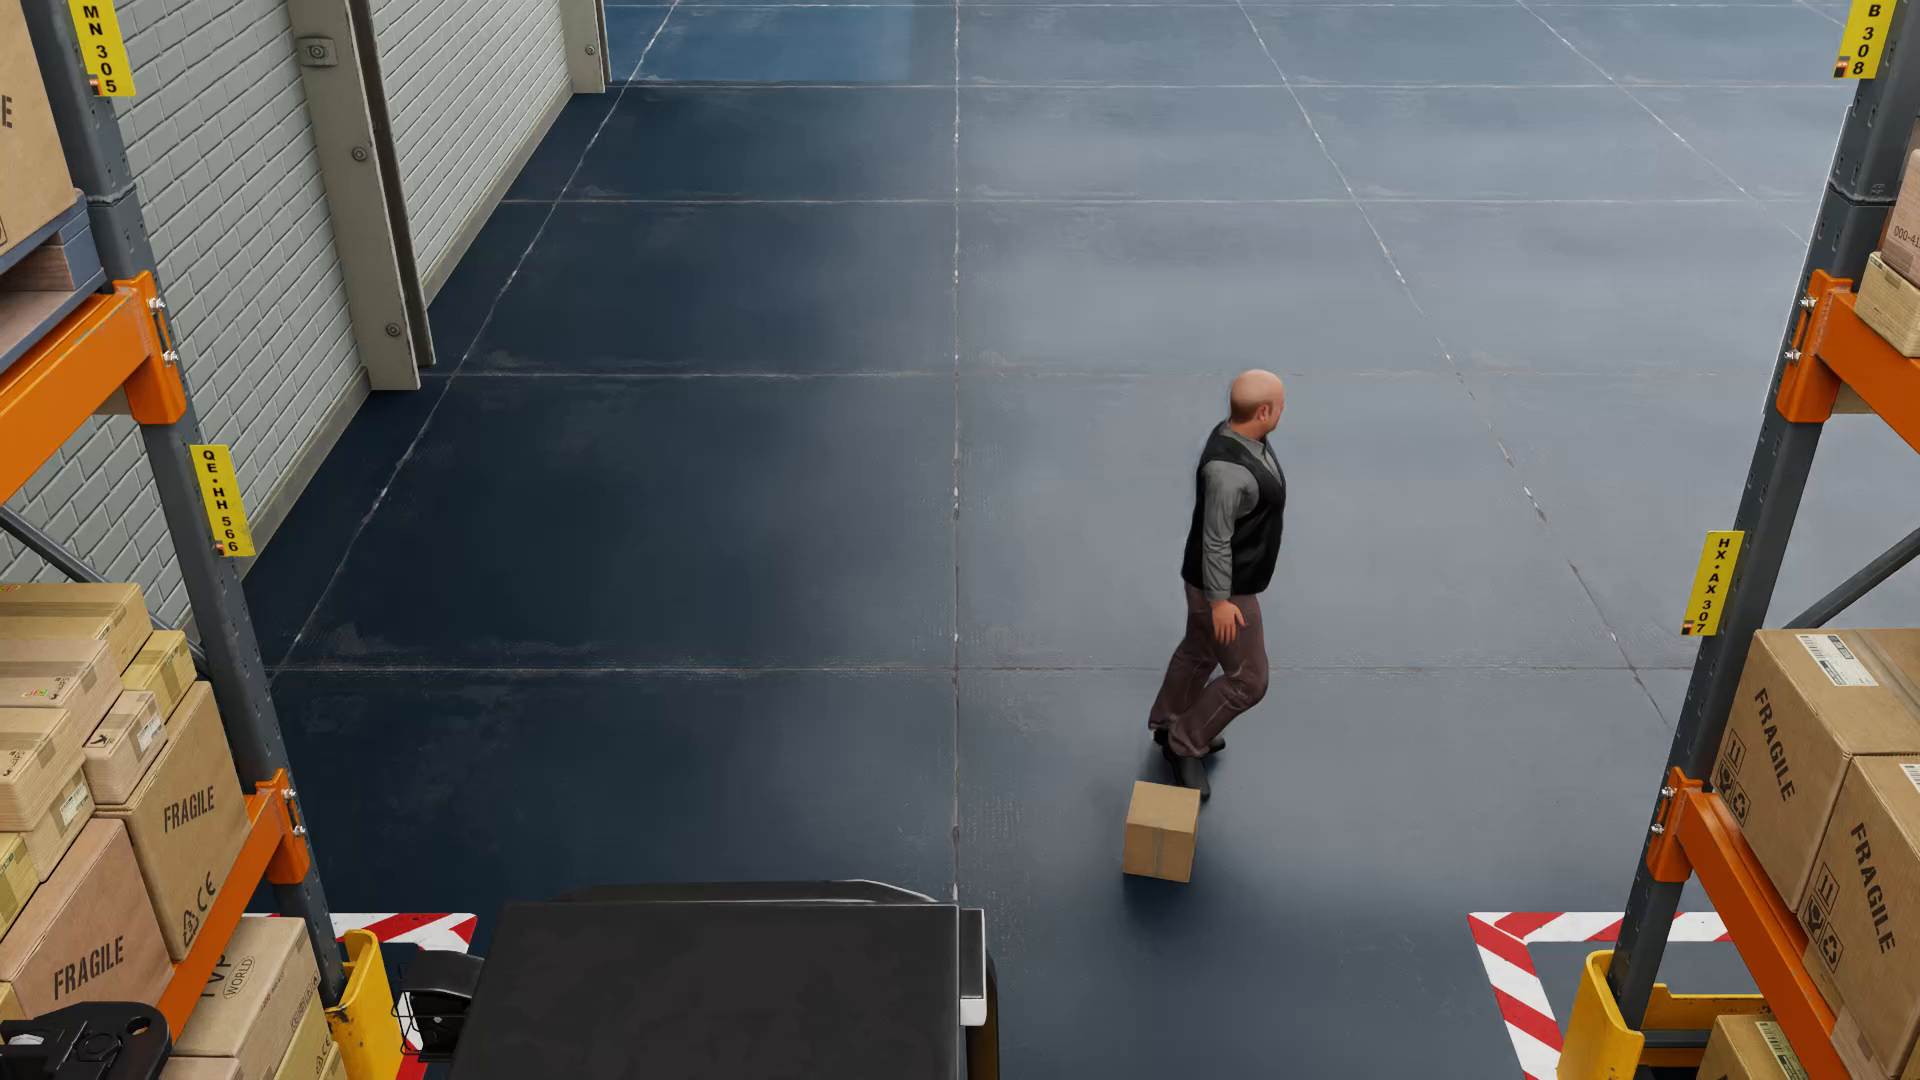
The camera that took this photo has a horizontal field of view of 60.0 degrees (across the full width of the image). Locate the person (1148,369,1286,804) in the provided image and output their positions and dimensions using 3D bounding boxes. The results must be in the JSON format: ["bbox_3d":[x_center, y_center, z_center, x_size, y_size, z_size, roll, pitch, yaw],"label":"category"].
[{"bbox_3d":[0.996,0.148,6.388,0.473,1.714,0.648,8,32,13],"label":"person"}]
